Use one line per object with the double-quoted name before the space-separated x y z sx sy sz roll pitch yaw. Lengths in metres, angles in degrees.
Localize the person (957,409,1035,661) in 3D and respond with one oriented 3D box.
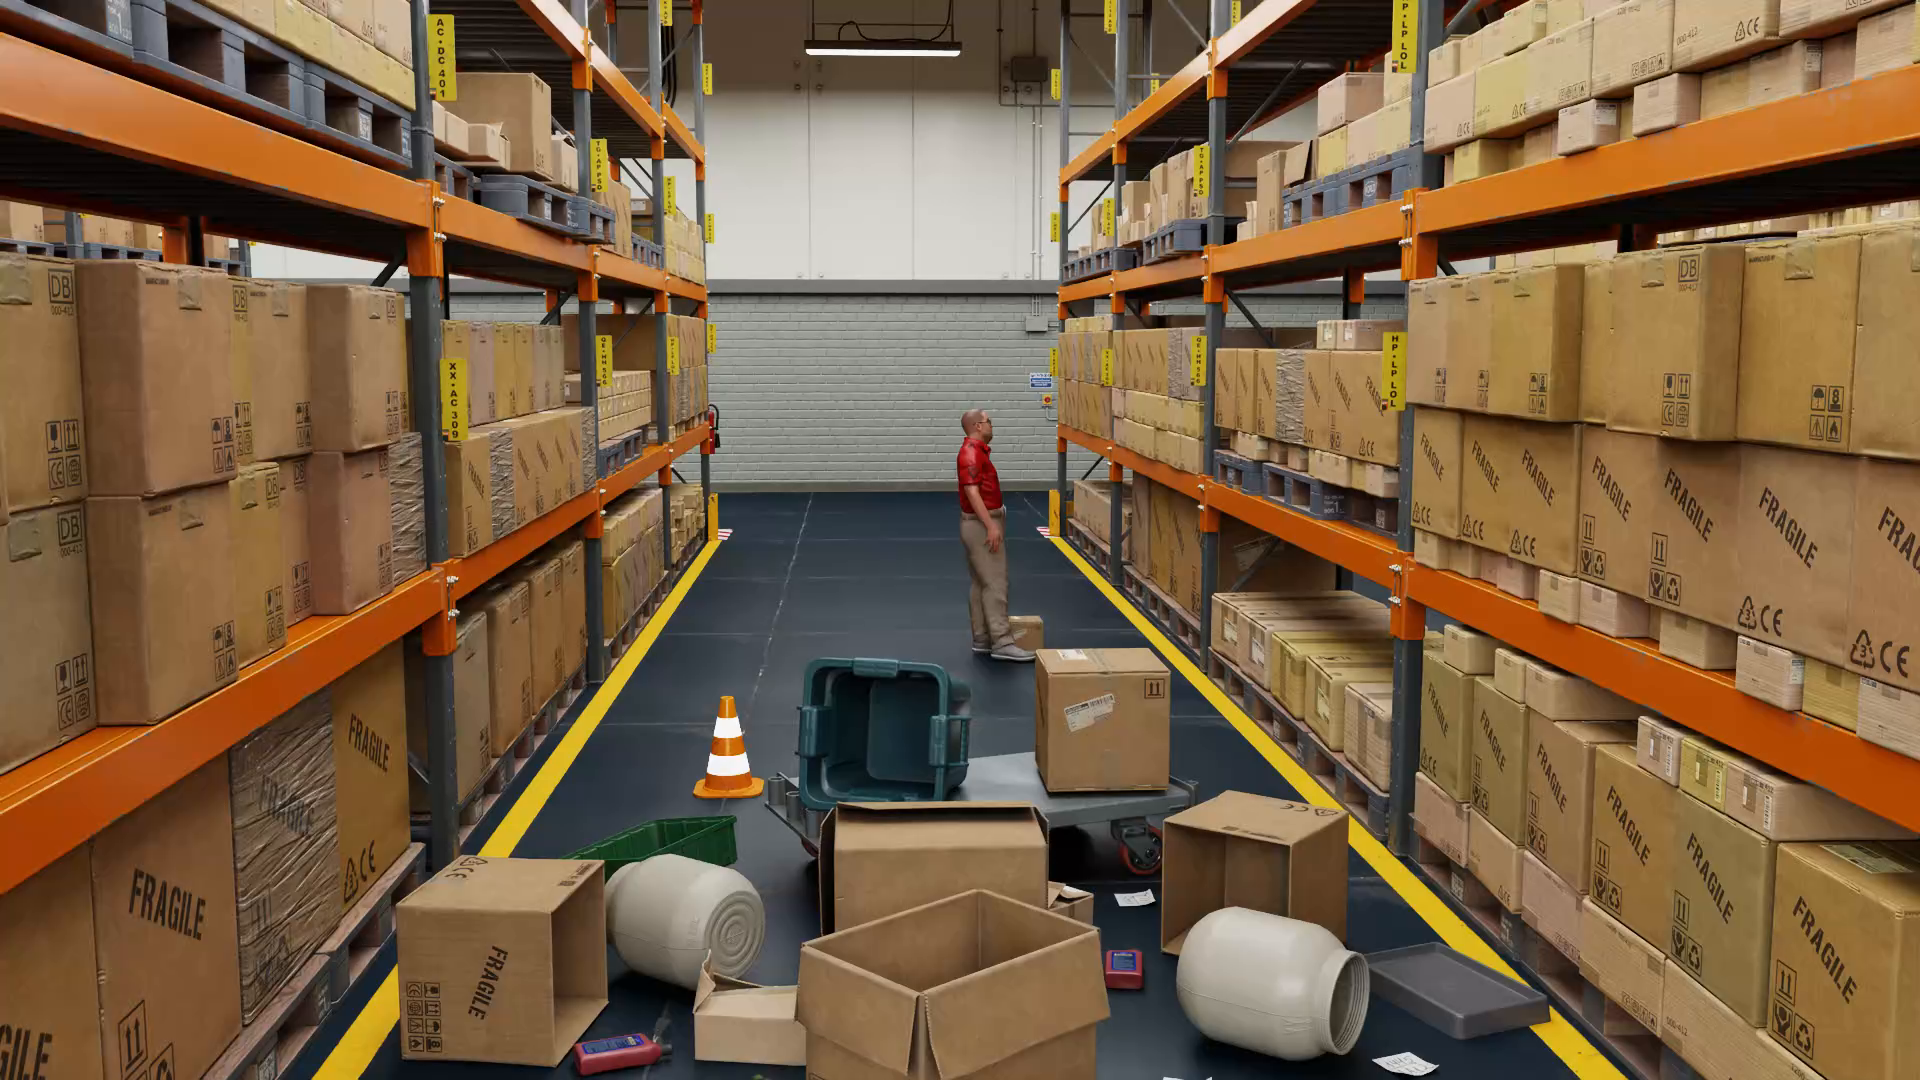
"person" 0.251 -0.052 11.679 0.551 1.727 0.640 0 7 -4
